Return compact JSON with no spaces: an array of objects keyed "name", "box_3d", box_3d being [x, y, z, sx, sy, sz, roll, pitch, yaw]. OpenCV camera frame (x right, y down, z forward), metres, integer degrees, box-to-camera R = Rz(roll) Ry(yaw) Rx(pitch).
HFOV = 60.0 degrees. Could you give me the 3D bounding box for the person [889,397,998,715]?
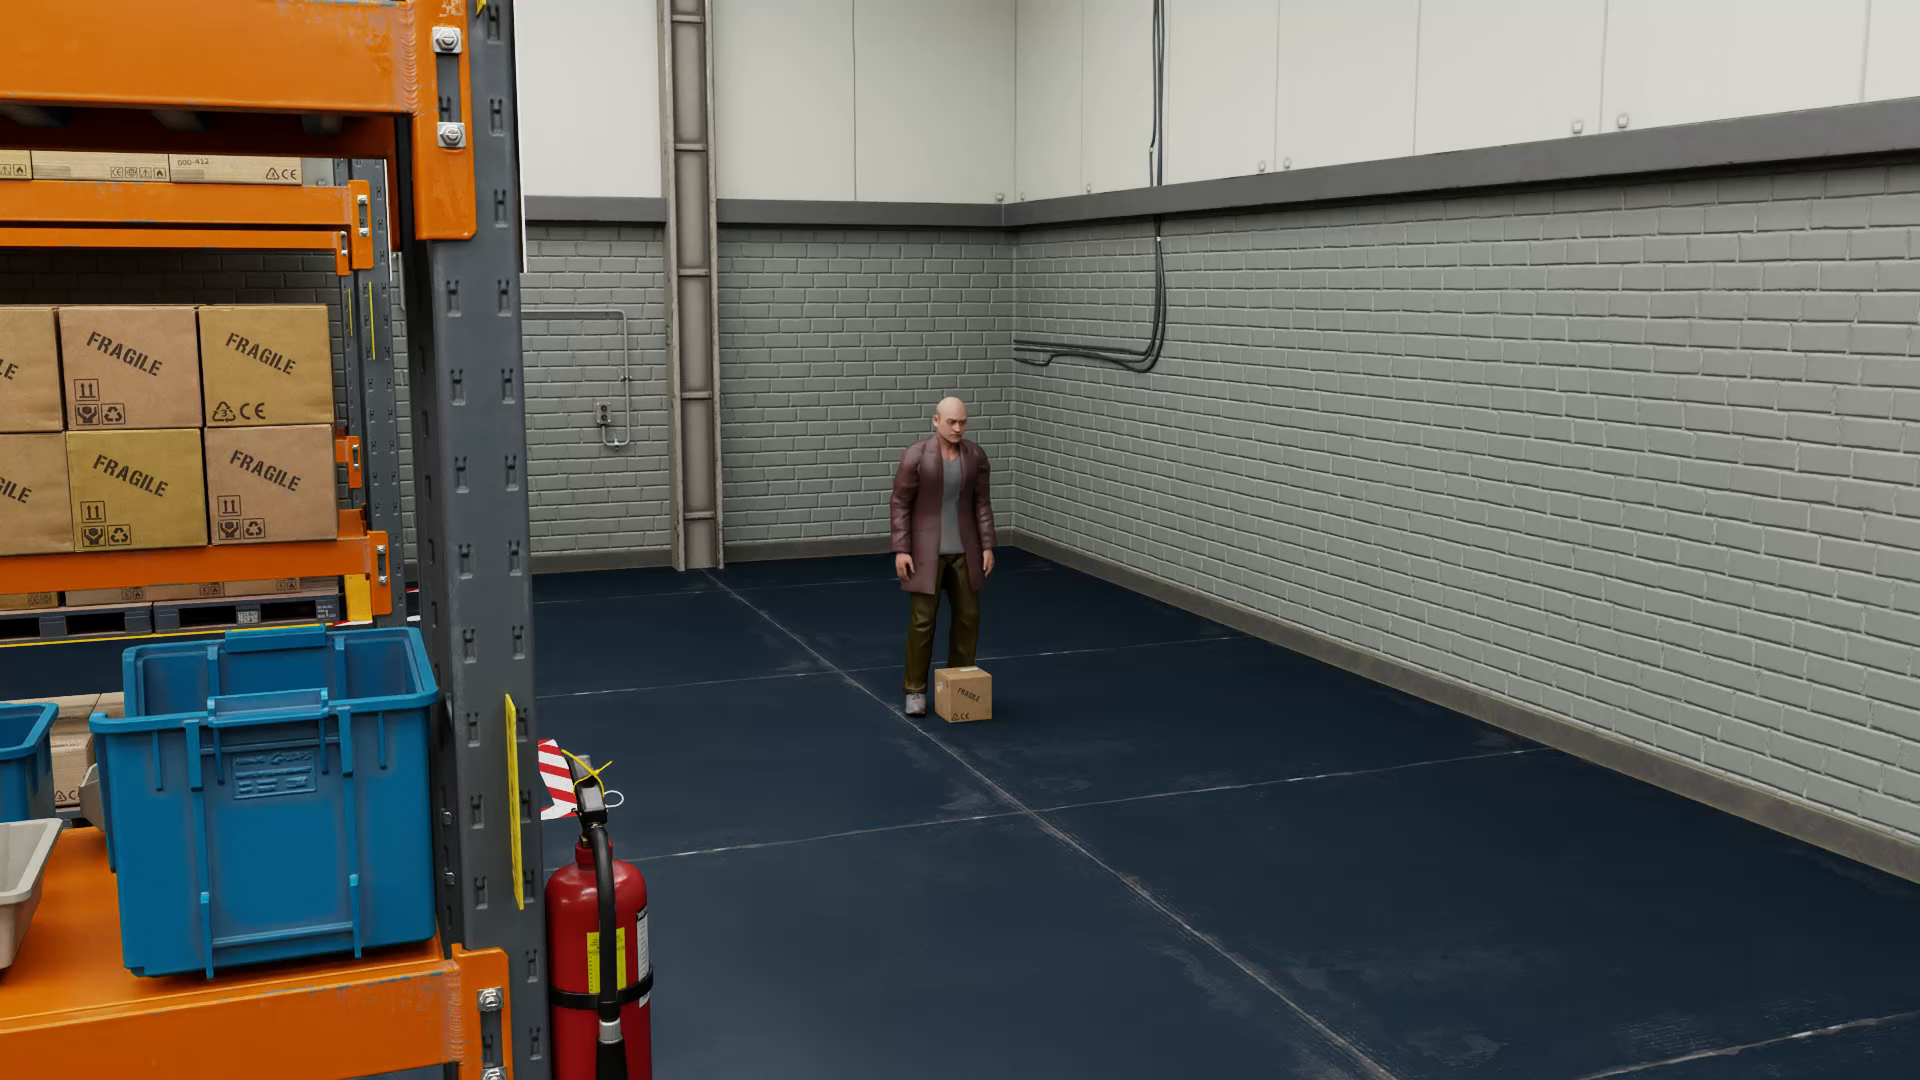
[{"name":"person","box_3d":[-0.088,0.075,9.413,0.641,1.773,0.427,-3,9,-21]}]
